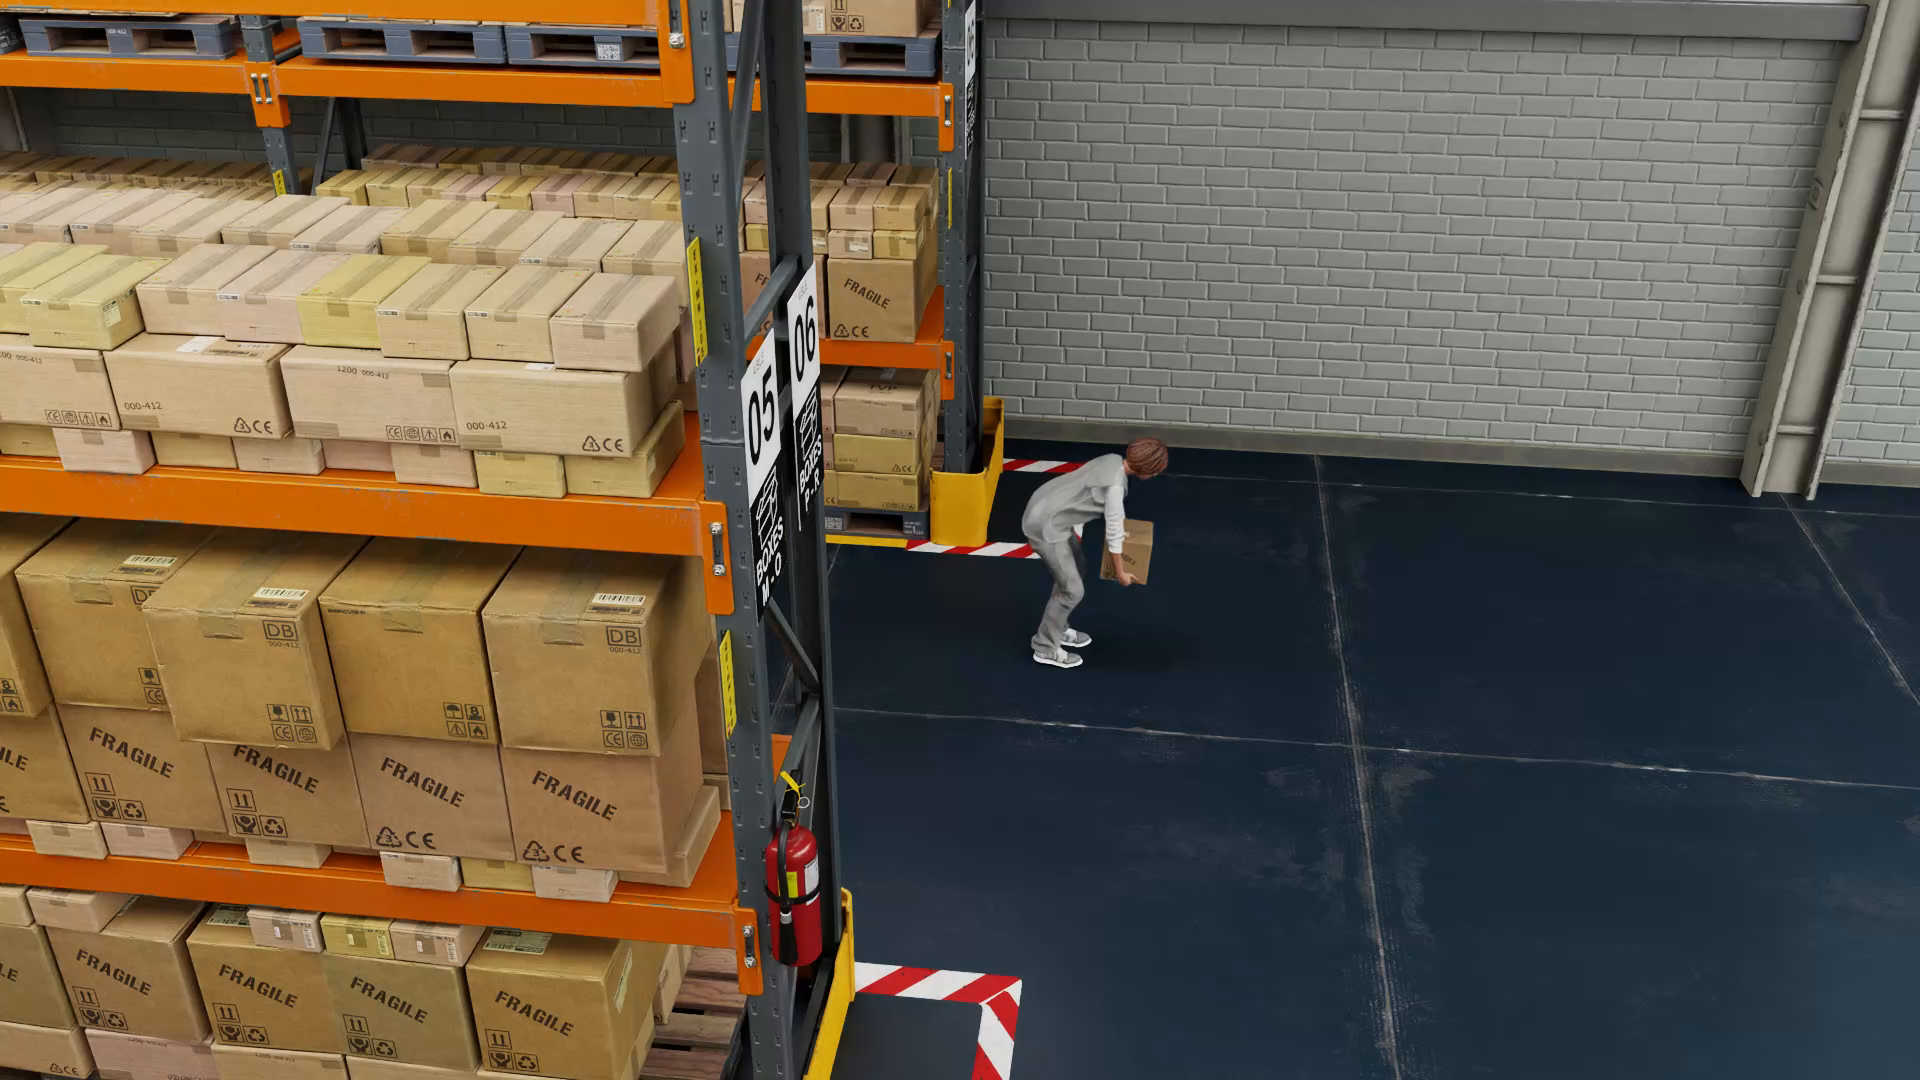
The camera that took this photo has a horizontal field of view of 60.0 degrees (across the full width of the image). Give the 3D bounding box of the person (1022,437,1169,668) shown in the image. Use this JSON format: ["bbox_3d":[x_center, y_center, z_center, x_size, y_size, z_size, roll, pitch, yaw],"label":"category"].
[{"bbox_3d":[0.706,0.059,8.919,0.757,1.317,0.382,3,29,5],"label":"person"}]
